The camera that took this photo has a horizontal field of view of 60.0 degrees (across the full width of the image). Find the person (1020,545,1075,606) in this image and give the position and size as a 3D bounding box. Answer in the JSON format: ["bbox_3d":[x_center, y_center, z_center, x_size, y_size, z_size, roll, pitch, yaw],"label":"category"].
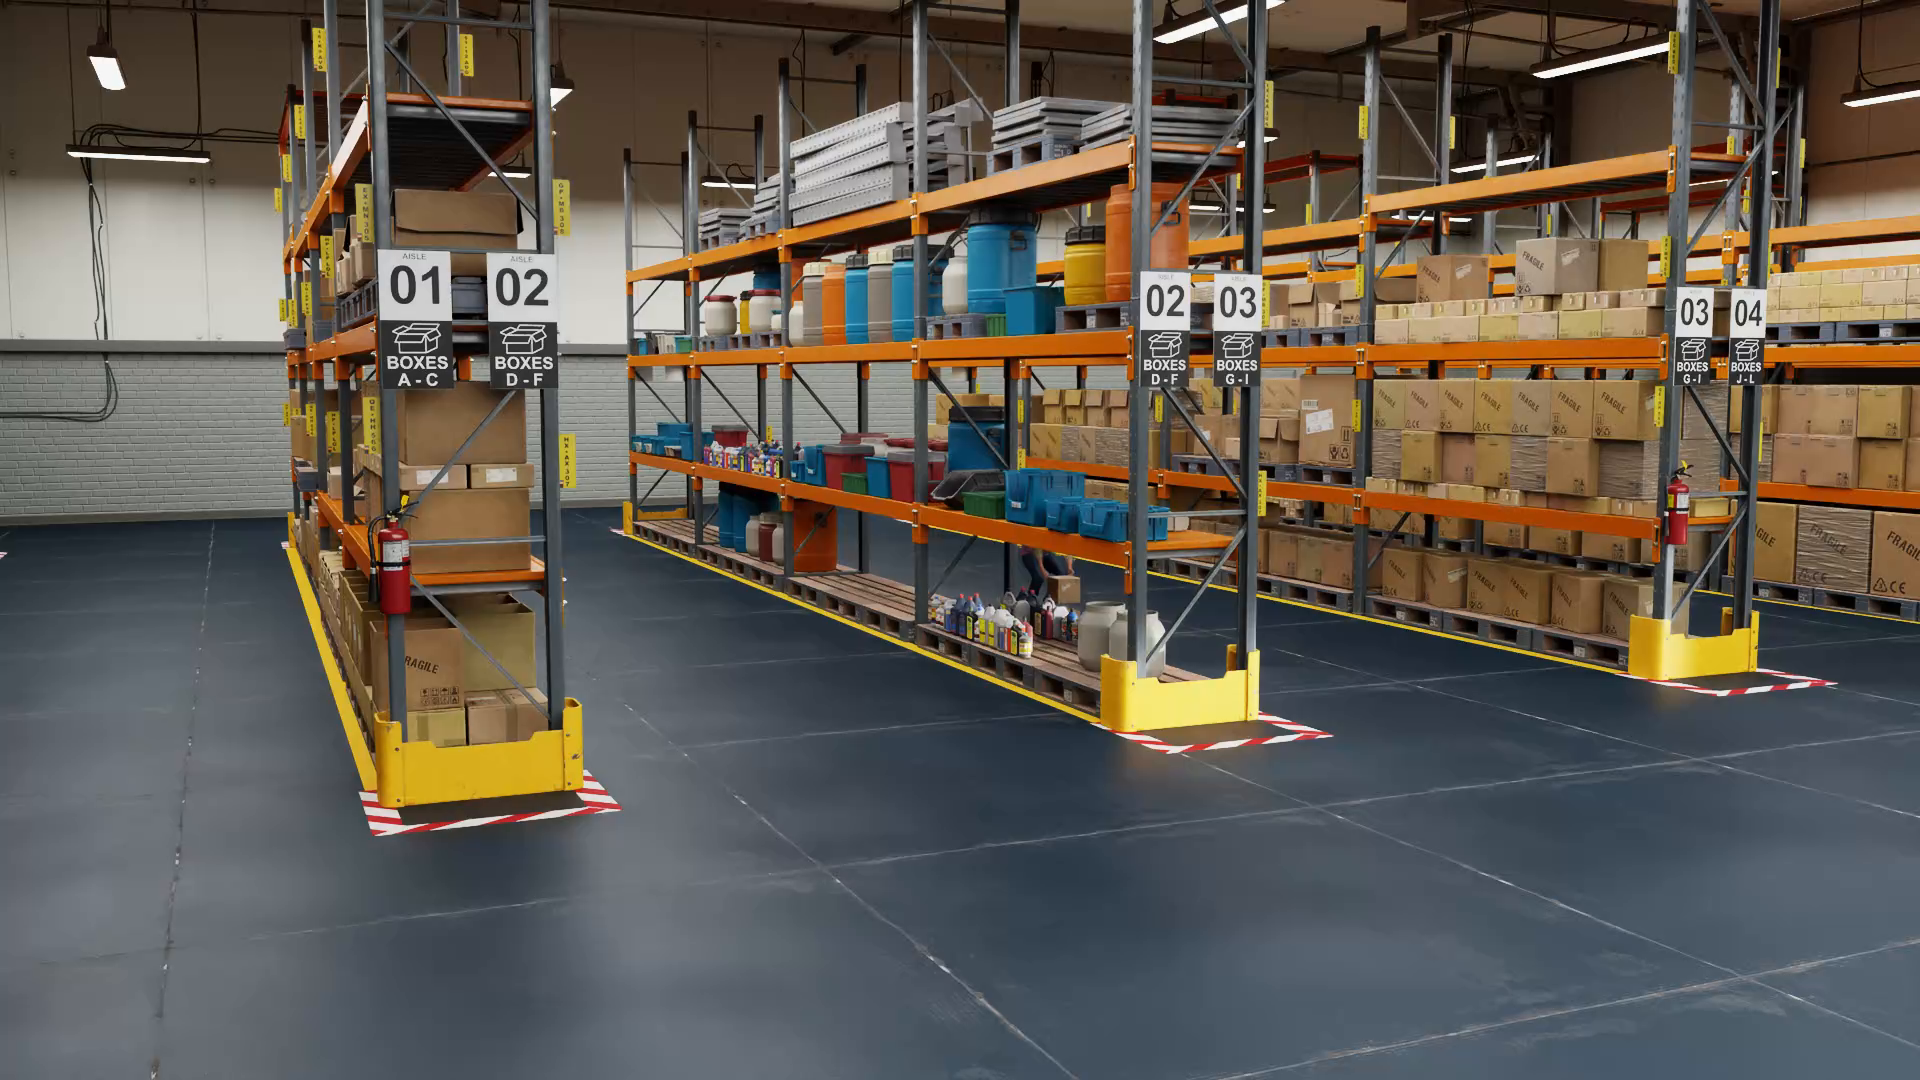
[{"bbox_3d":[0.917,0.208,17.276,0.464,1.175,0.710,-2,6,-24],"label":"person"}]
